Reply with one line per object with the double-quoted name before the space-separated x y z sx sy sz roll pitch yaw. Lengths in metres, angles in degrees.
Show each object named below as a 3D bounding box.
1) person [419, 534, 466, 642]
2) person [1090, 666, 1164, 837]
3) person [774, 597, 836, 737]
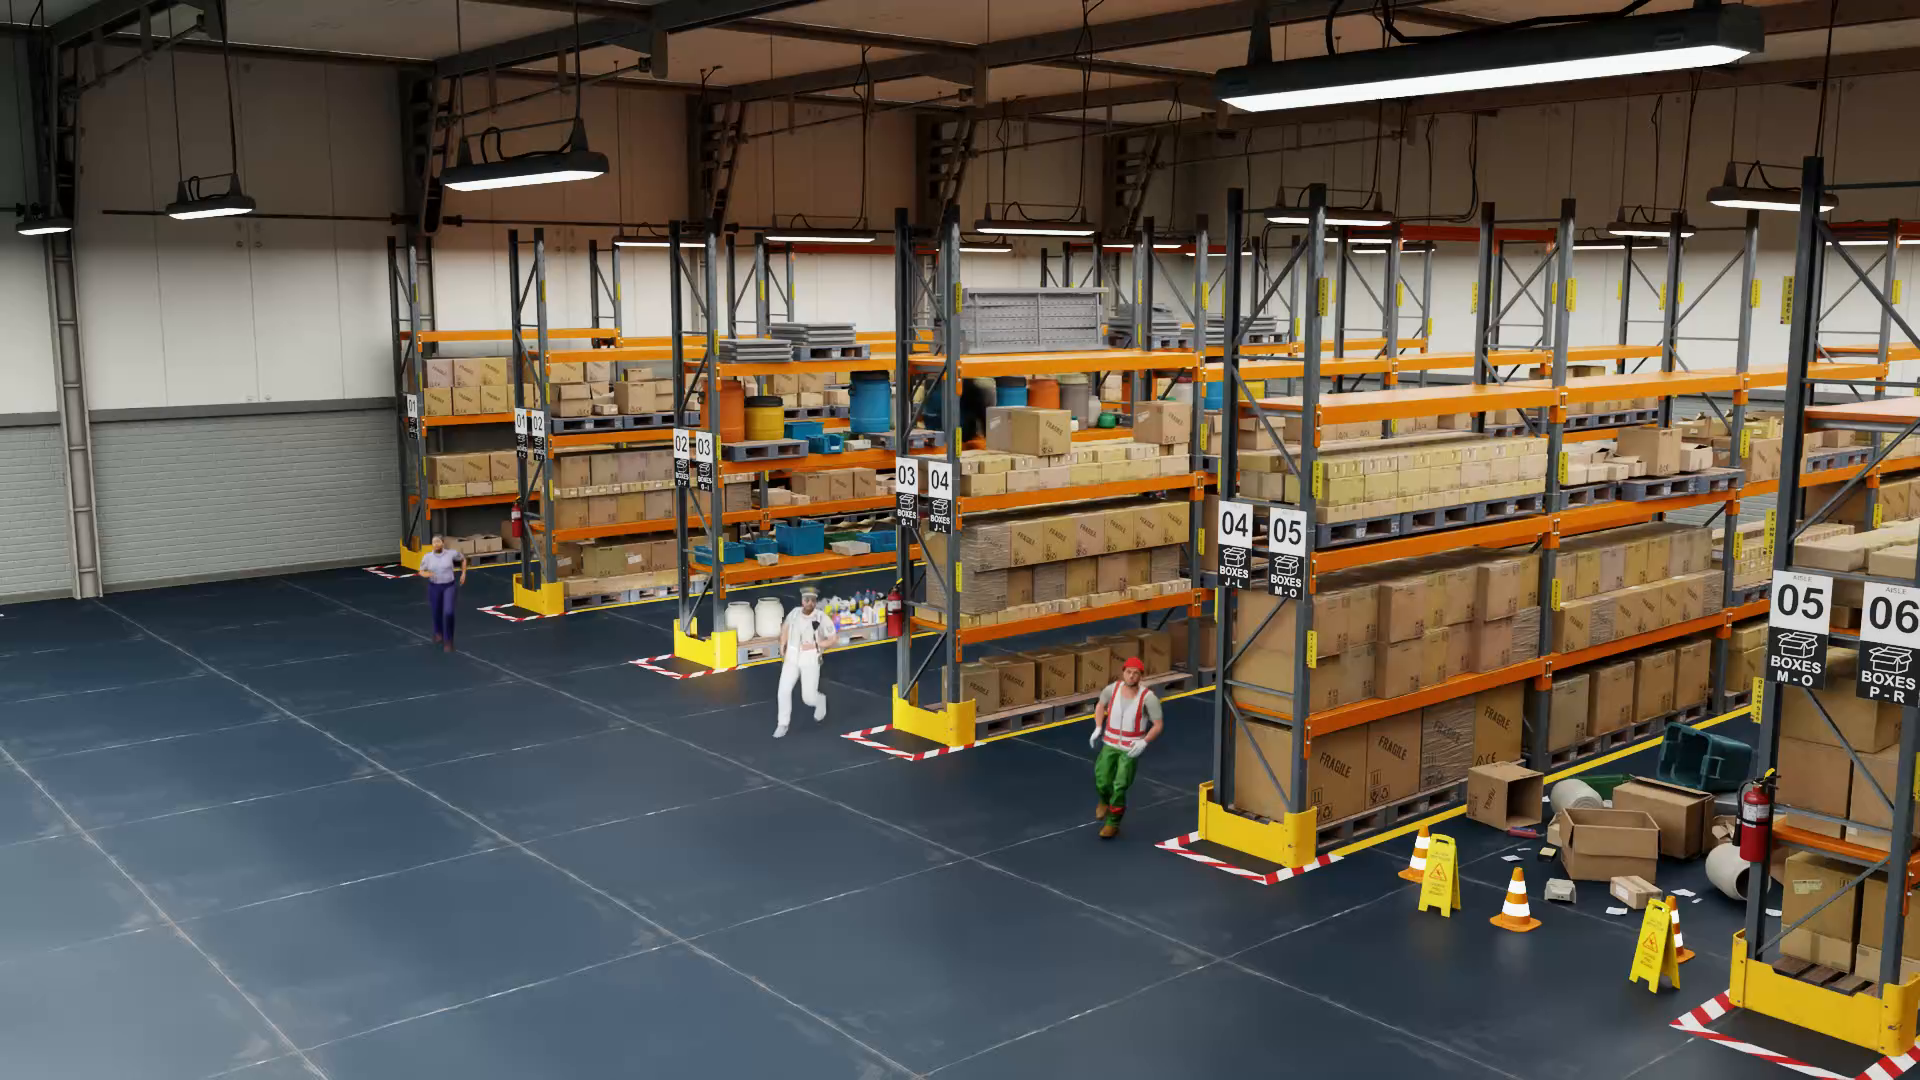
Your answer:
"person" -7.342 0.663 23.620 0.609 1.504 0.845 -1 9 -9
"person" 1.562 1.958 15.595 0.698 1.673 0.555 3 9 19
"person" -1.779 1.417 19.304 0.694 1.683 0.771 2 9 14
